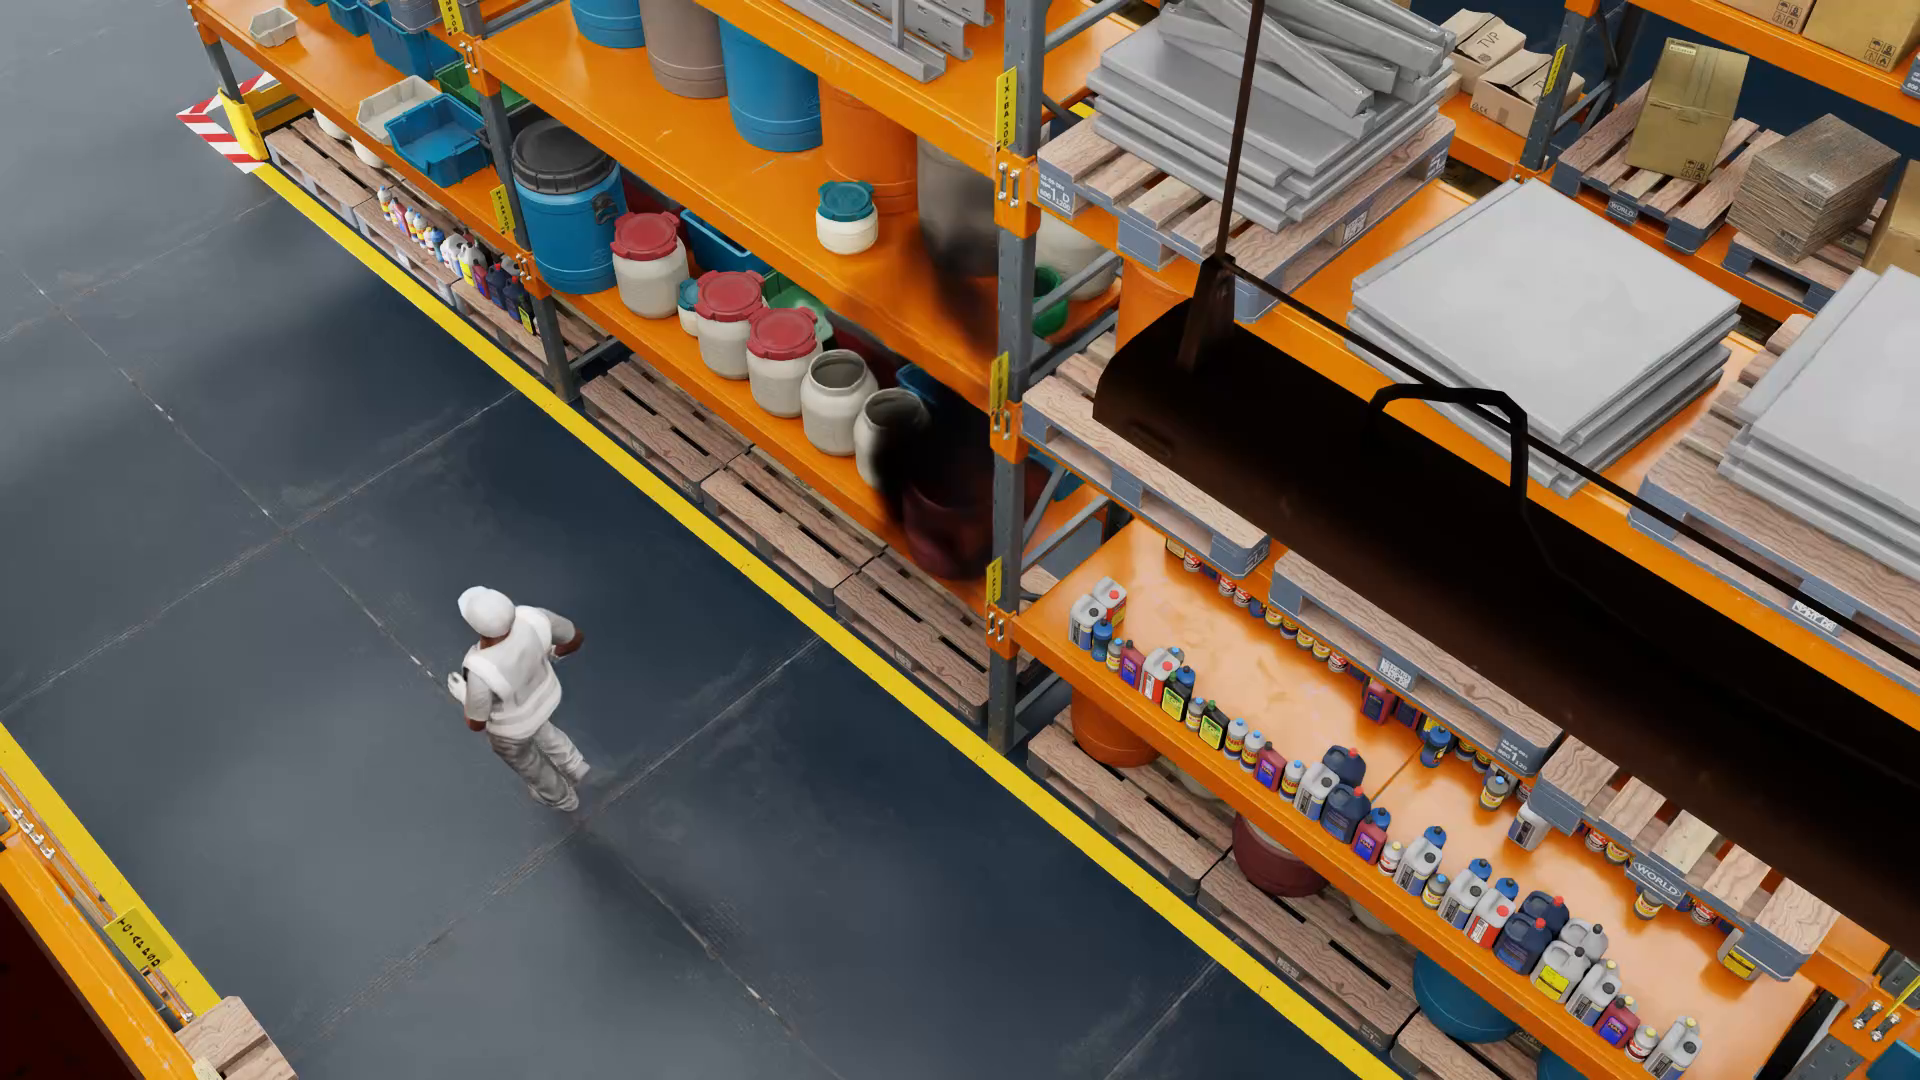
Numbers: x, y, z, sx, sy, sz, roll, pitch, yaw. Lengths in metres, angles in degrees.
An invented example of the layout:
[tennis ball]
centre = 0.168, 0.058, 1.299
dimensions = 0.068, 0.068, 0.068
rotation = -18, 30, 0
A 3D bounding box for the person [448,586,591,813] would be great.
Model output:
[person]
centre = -2.212, 0.783, 8.221
dimensions = 0.542, 1.749, 0.683
rotation = 23, 54, 18
